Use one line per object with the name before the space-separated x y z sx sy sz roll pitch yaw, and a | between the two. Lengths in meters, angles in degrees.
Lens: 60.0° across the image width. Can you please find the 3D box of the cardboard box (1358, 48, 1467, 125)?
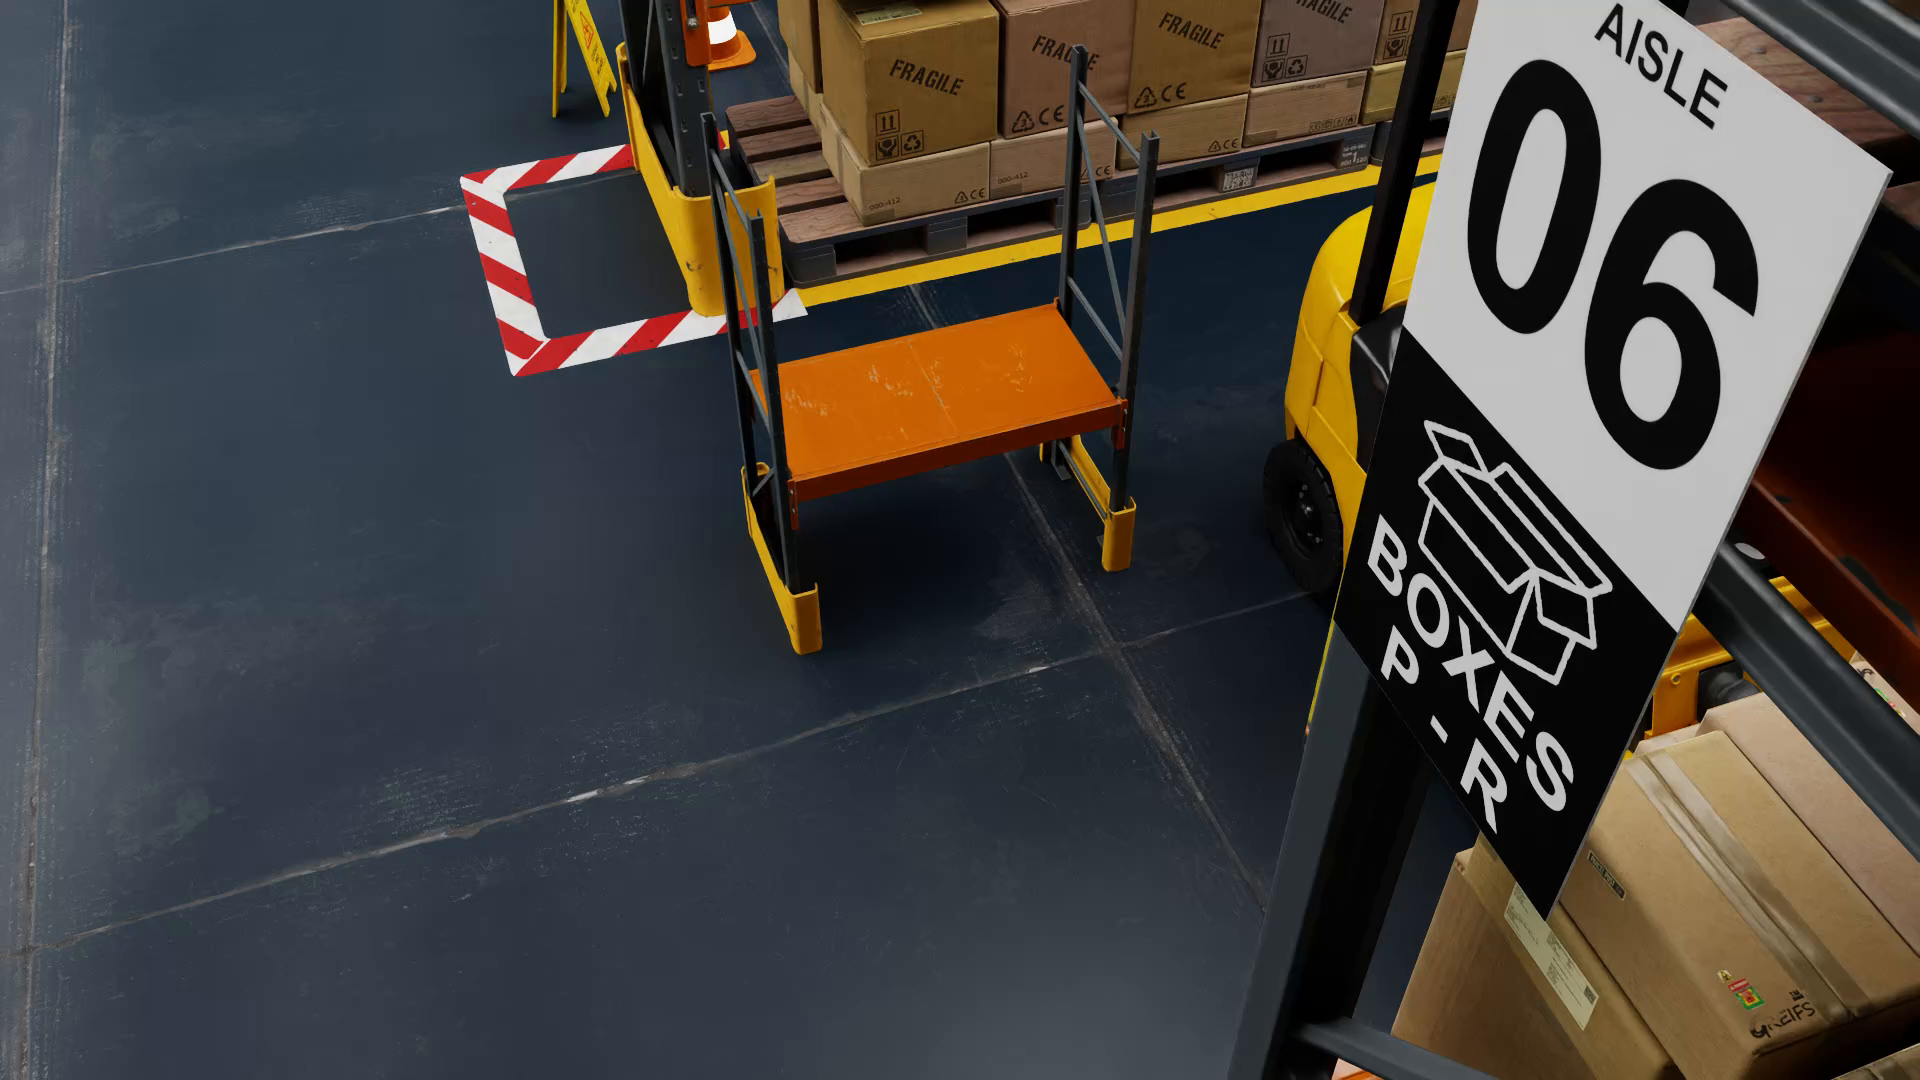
cardboard box | 1.738 -1.955 6.726 0.500 0.250 0.500 -15 47 -15

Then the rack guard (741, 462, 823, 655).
rack guard | -0.540 0.050 5.024 0.087 0.250 0.587 -14 47 -14

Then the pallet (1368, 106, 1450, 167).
pallet | 2.080 -2.064 7.158 1.213 0.211 1.003 -14 47 -14

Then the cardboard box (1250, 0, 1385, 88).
cardboard box | 1.277 -2.108 6.348 0.500 0.500 0.500 -12 46 -12

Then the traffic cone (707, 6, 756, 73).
traffic cone | -1.096 -2.339 7.254 0.334 0.463 0.336 -14 47 -14

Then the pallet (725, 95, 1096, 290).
pallet | -0.215 -1.477 6.573 1.213 0.211 1.003 -14 47 -14

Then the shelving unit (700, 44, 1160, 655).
shelving unit | -0.072 -0.511 4.701 1.083 1.500 0.587 -14 47 -14

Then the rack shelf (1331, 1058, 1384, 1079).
rack shelf | 2.508 0.807 2.835 4.000 0.370 1.077 -14 47 -14

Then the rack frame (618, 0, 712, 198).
rack frame | -1.062 -2.271 5.396 0.127 3.000 1.000 -14 47 -14

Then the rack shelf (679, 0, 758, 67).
rack shelf | 0.819 -2.499 6.130 4.000 0.370 1.077 -14 47 -14

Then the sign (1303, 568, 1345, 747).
sign | 0.455 0.177 1.971 0.005 0.325 0.100 -14 47 -14

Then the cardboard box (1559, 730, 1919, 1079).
cardboard box | 0.892 0.439 1.956 0.250 0.149 0.380 -14 47 -14

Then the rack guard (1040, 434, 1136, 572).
rack guard | 0.397 -0.190 5.263 0.087 0.250 0.587 -14 47 -14

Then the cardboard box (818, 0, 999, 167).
cardboard box | -0.187 -1.730 5.971 0.500 0.500 0.500 -16 47 -15

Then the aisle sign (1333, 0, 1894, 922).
aisle sign | 0.465 -0.063 1.360 0.004 0.787 0.394 -14 47 -14

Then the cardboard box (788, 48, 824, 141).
cardboard box | -0.371 -1.828 6.599 0.500 0.250 0.500 -15 47 -14

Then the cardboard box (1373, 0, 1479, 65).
cardboard box | 1.757 -2.231 6.471 0.500 0.500 0.500 -14 47 -13

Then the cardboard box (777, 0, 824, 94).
cardboard box | -0.397 -2.080 6.321 0.500 0.500 0.500 -14 47 -14

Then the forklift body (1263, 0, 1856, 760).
forklift body | 1.791 -0.337 4.068 1.214 2.155 2.313 -14 47 -14

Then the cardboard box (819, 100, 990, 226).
cardboard box | -0.210 -1.459 6.231 0.500 0.250 0.500 -15 47 -14

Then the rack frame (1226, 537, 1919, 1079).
rack frame | 0.627 1.034 2.101 0.127 3.000 1.000 -14 47 -14

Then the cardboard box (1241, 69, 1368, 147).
cardboard box | 1.258 -1.836 6.607 0.500 0.250 0.500 -14 47 -13

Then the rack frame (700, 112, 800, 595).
rack frame | -0.558 -0.387 4.576 0.032 1.500 0.500 -14 47 -14

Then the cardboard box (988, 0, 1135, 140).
cardboard box | 0.303 -1.858 6.100 0.500 0.500 0.500 -16 47 -15

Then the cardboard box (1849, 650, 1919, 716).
cardboard box | 1.350 0.278 2.117 0.250 0.149 0.380 -13 47 -13

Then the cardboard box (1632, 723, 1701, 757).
cardboard box | 1.088 0.419 2.186 0.250 0.149 0.380 -14 47 -13

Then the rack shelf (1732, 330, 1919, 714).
rack shelf | 2.508 -0.251 1.773 4.000 0.370 1.077 -14 47 -14

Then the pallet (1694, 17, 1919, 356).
pallet | 1.301 -0.146 1.222 1.213 0.211 1.003 -14 47 -14

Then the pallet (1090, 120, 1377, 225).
pallet | 0.931 -1.768 6.863 1.213 0.211 1.003 -14 47 -14

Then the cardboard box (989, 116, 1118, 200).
cardboard box | 0.273 -1.577 6.348 0.500 0.250 0.500 -13 46 -12

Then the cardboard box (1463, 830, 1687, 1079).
cardboard box | 0.858 0.500 2.105 0.250 0.149 0.380 -14 47 -13

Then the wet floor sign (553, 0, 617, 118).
wet floor sign | -1.604 -2.108 6.895 0.232 0.644 0.267 0 45 0

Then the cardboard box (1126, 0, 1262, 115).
cardboard box | 0.777 -1.974 6.215 0.500 0.500 0.500 -13 47 -13

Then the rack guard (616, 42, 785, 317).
rack guard | -0.991 -1.407 6.300 0.348 0.500 1.175 -14 47 -14

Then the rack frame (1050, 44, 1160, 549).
rack frame | 0.398 -0.631 4.820 0.032 1.500 0.500 -14 47 -14

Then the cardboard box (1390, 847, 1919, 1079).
cardboard box | 1.000 0.706 2.358 0.500 0.500 0.500 -15 47 -15

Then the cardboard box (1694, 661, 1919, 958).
cardboard box | 1.113 0.359 2.036 0.250 0.149 0.380 -14 47 -14

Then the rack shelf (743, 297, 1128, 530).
rack shelf | -0.080 -0.382 4.826 1.000 0.185 0.538 -14 47 -14

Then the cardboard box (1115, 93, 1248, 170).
cardboard box | 0.782 -1.716 6.488 0.500 0.250 0.500 -11 46 -11
